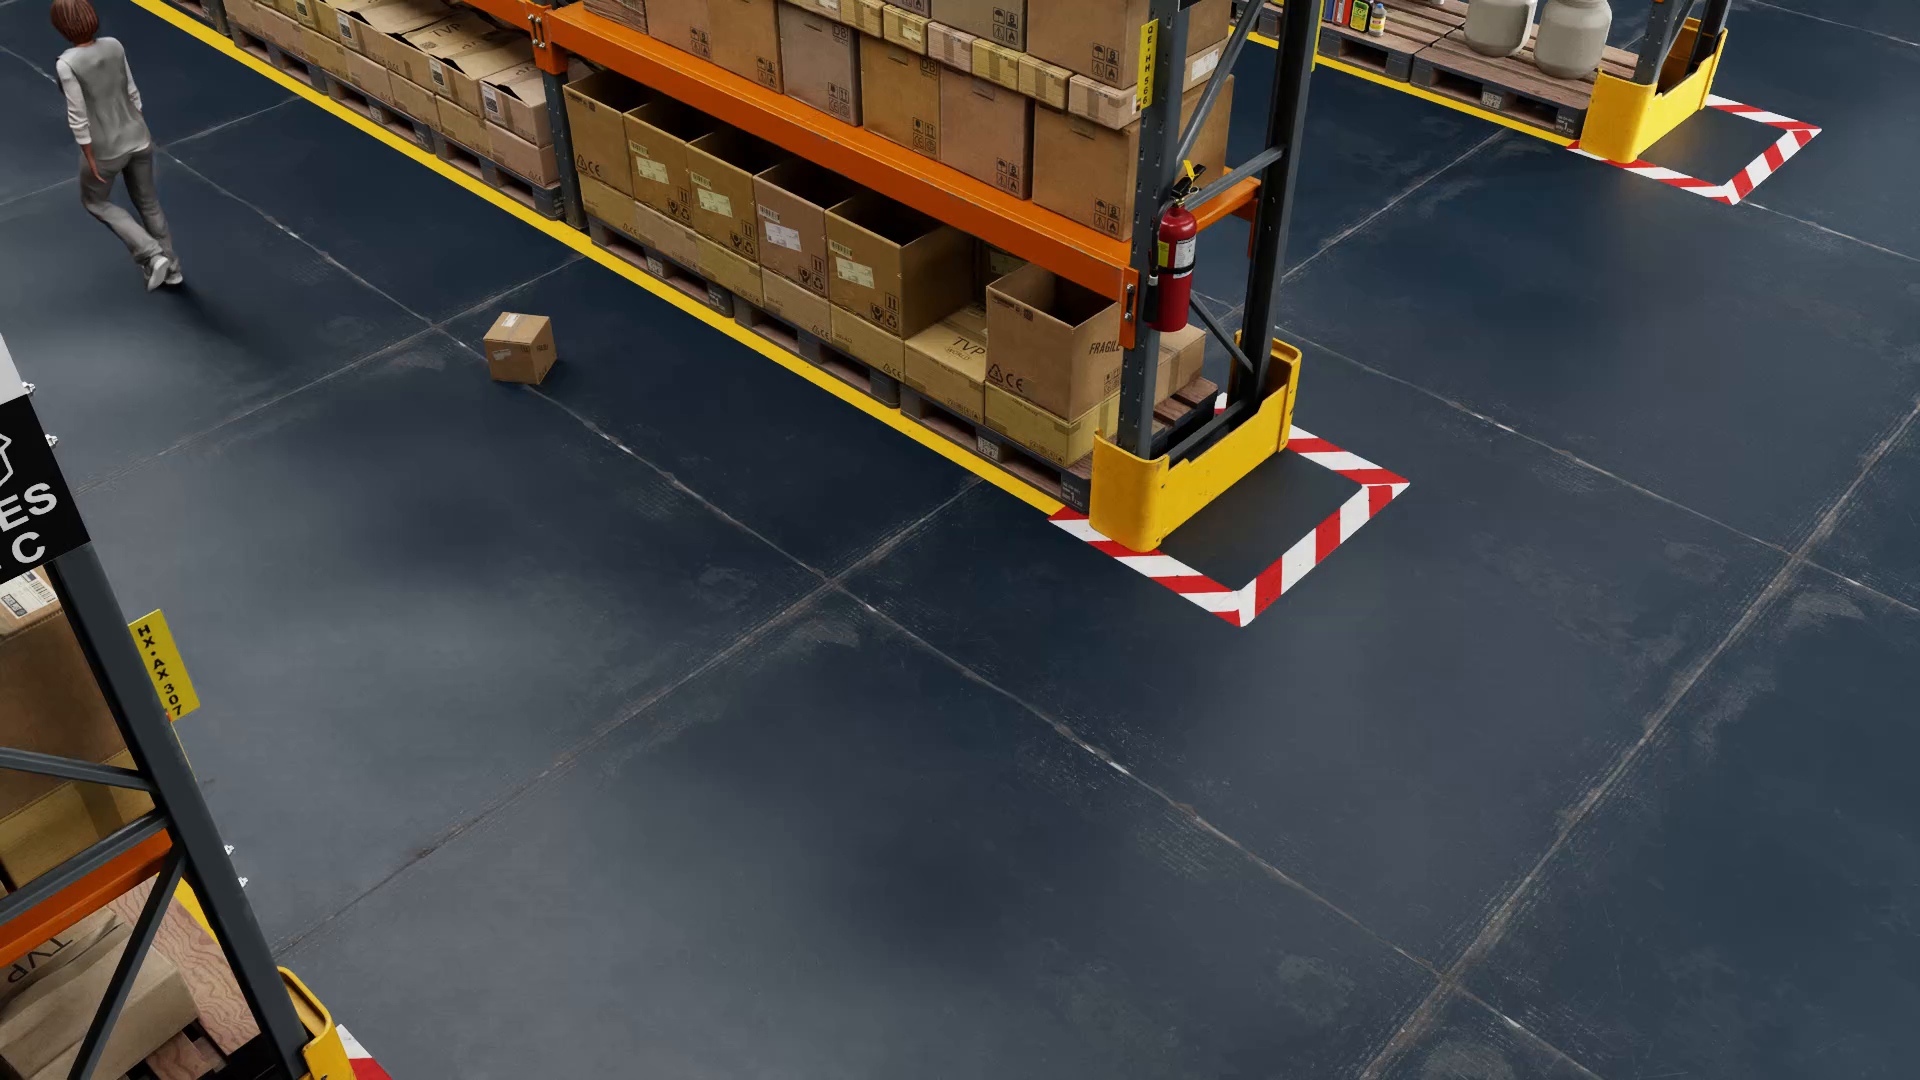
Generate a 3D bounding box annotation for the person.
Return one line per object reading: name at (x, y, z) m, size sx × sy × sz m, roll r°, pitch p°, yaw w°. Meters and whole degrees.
person at (-4.321, -2.013, 8.530) m, size 0.433 × 1.594 × 0.427 m, roll 22°, pitch 44°, yaw 24°
